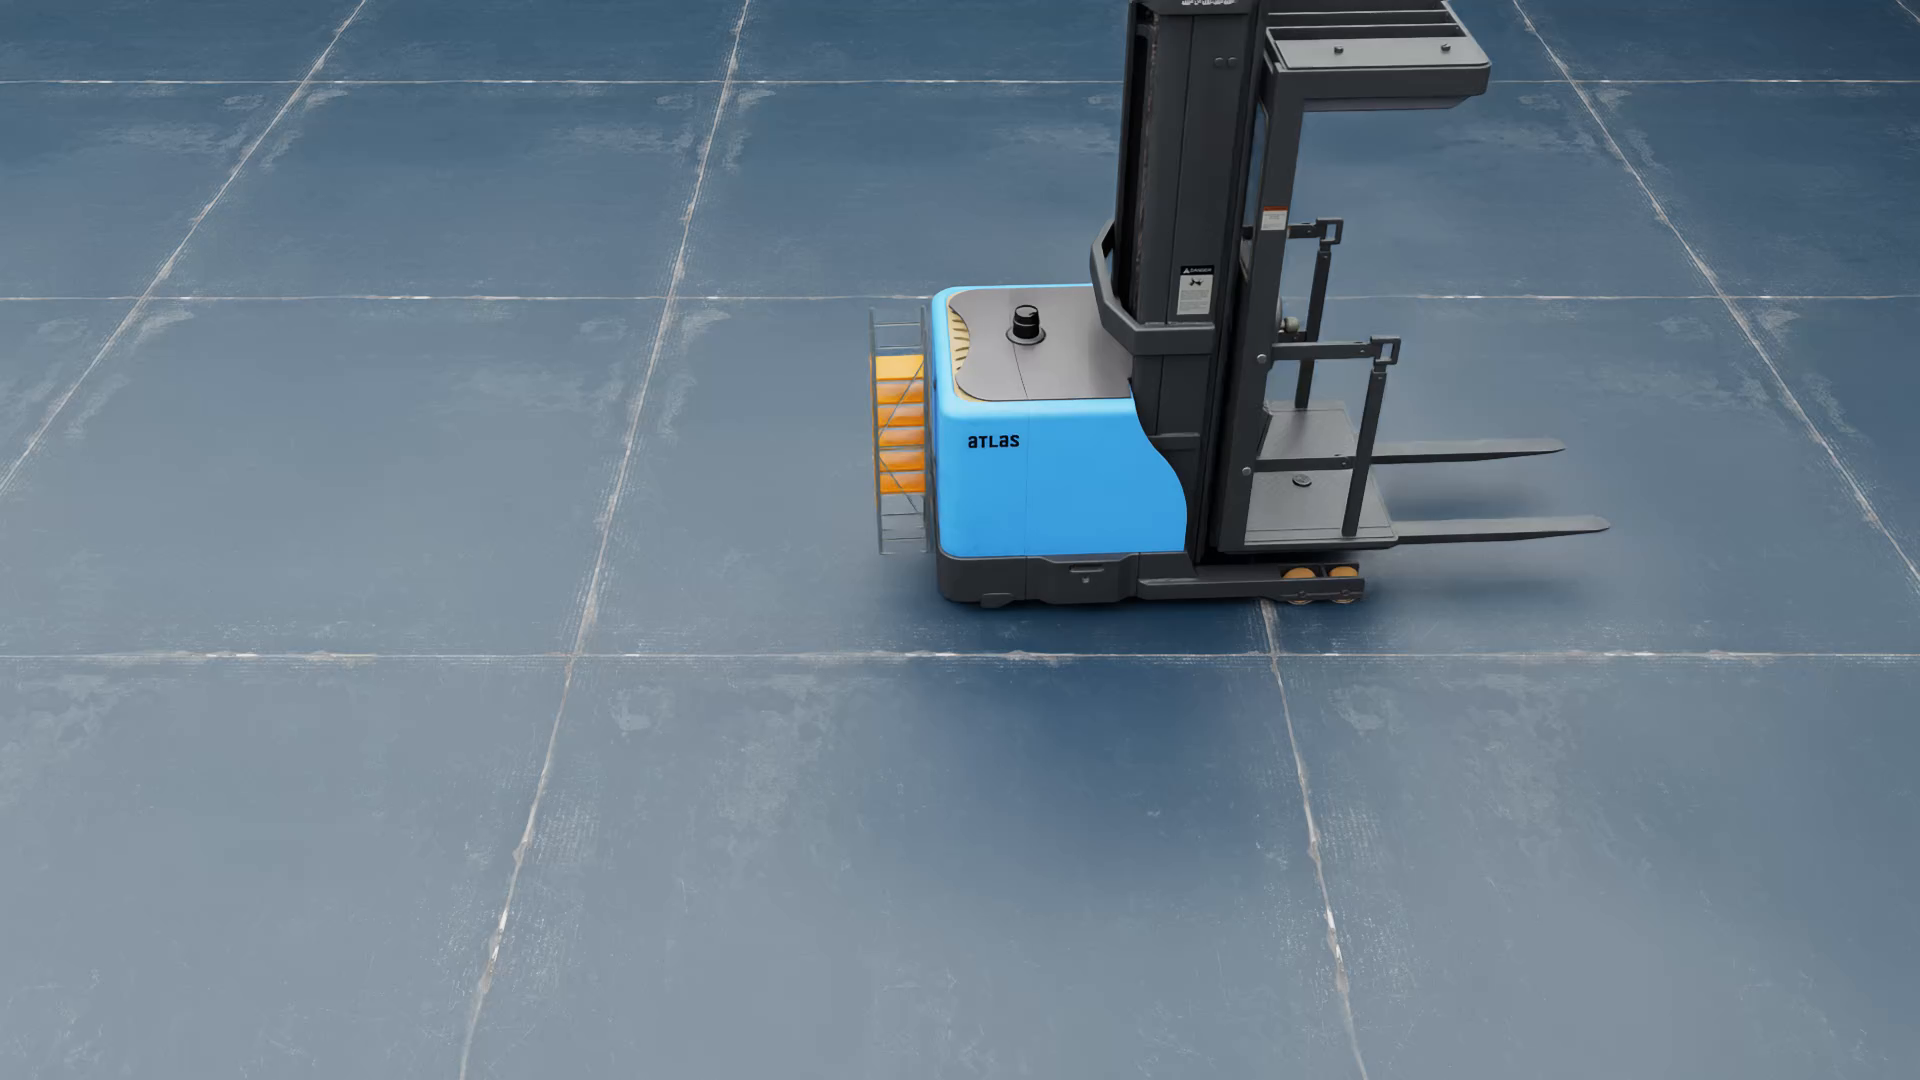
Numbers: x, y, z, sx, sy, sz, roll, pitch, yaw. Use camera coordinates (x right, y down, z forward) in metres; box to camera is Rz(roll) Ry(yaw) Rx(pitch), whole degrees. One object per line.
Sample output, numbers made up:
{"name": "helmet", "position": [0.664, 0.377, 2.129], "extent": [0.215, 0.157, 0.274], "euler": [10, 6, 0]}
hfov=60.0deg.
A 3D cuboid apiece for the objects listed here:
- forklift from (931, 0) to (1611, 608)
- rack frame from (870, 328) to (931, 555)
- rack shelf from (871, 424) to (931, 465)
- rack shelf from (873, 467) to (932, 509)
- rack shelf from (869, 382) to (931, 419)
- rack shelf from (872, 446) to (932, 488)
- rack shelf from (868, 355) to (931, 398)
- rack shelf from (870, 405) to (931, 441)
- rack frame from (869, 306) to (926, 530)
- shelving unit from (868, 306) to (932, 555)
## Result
{"name": "forklift", "position": [1.395, -1.187, 6.888], "extent": [3.031, 2.935, 1.130], "euler": [-2, 39, -2]}
{"name": "rack frame", "position": [-0.255, -0.407, 7.298], "extent": [0.240, 1.200, 0.006], "euler": [-3, 39, -3]}
{"name": "rack shelf", "position": [-0.262, -0.429, 7.397], "extent": [0.258, 0.103, 0.180], "euler": [-3, 39, -3]}
{"name": "rack shelf", "position": [-0.262, -0.242, 7.547], "extent": [0.258, 0.103, 0.180], "euler": [-3, 39, -3]}
{"name": "rack shelf", "position": [-0.262, -0.617, 7.247], "extent": [0.258, 0.103, 0.180], "euler": [-3, 39, -3]}
{"name": "rack shelf", "position": [-0.262, -0.336, 7.472], "extent": [0.258, 0.103, 0.180], "euler": [-3, 39, -3]}
{"name": "rack shelf", "position": [-0.262, -0.710, 7.172], "extent": [0.258, 0.103, 0.180], "euler": [-3, 39, -3]}
{"name": "rack shelf", "position": [-0.262, -0.523, 7.322], "extent": [0.258, 0.103, 0.180], "euler": [-3, 39, -3]}
{"name": "rack frame", "position": [-0.268, -0.521, 7.441], "extent": [0.240, 1.200, 0.006], "euler": [-3, 39, -3]}
{"name": "shelving unit", "position": [-0.262, -0.464, 7.370], "extent": [0.258, 1.200, 0.189], "euler": [-3, 39, -3]}
